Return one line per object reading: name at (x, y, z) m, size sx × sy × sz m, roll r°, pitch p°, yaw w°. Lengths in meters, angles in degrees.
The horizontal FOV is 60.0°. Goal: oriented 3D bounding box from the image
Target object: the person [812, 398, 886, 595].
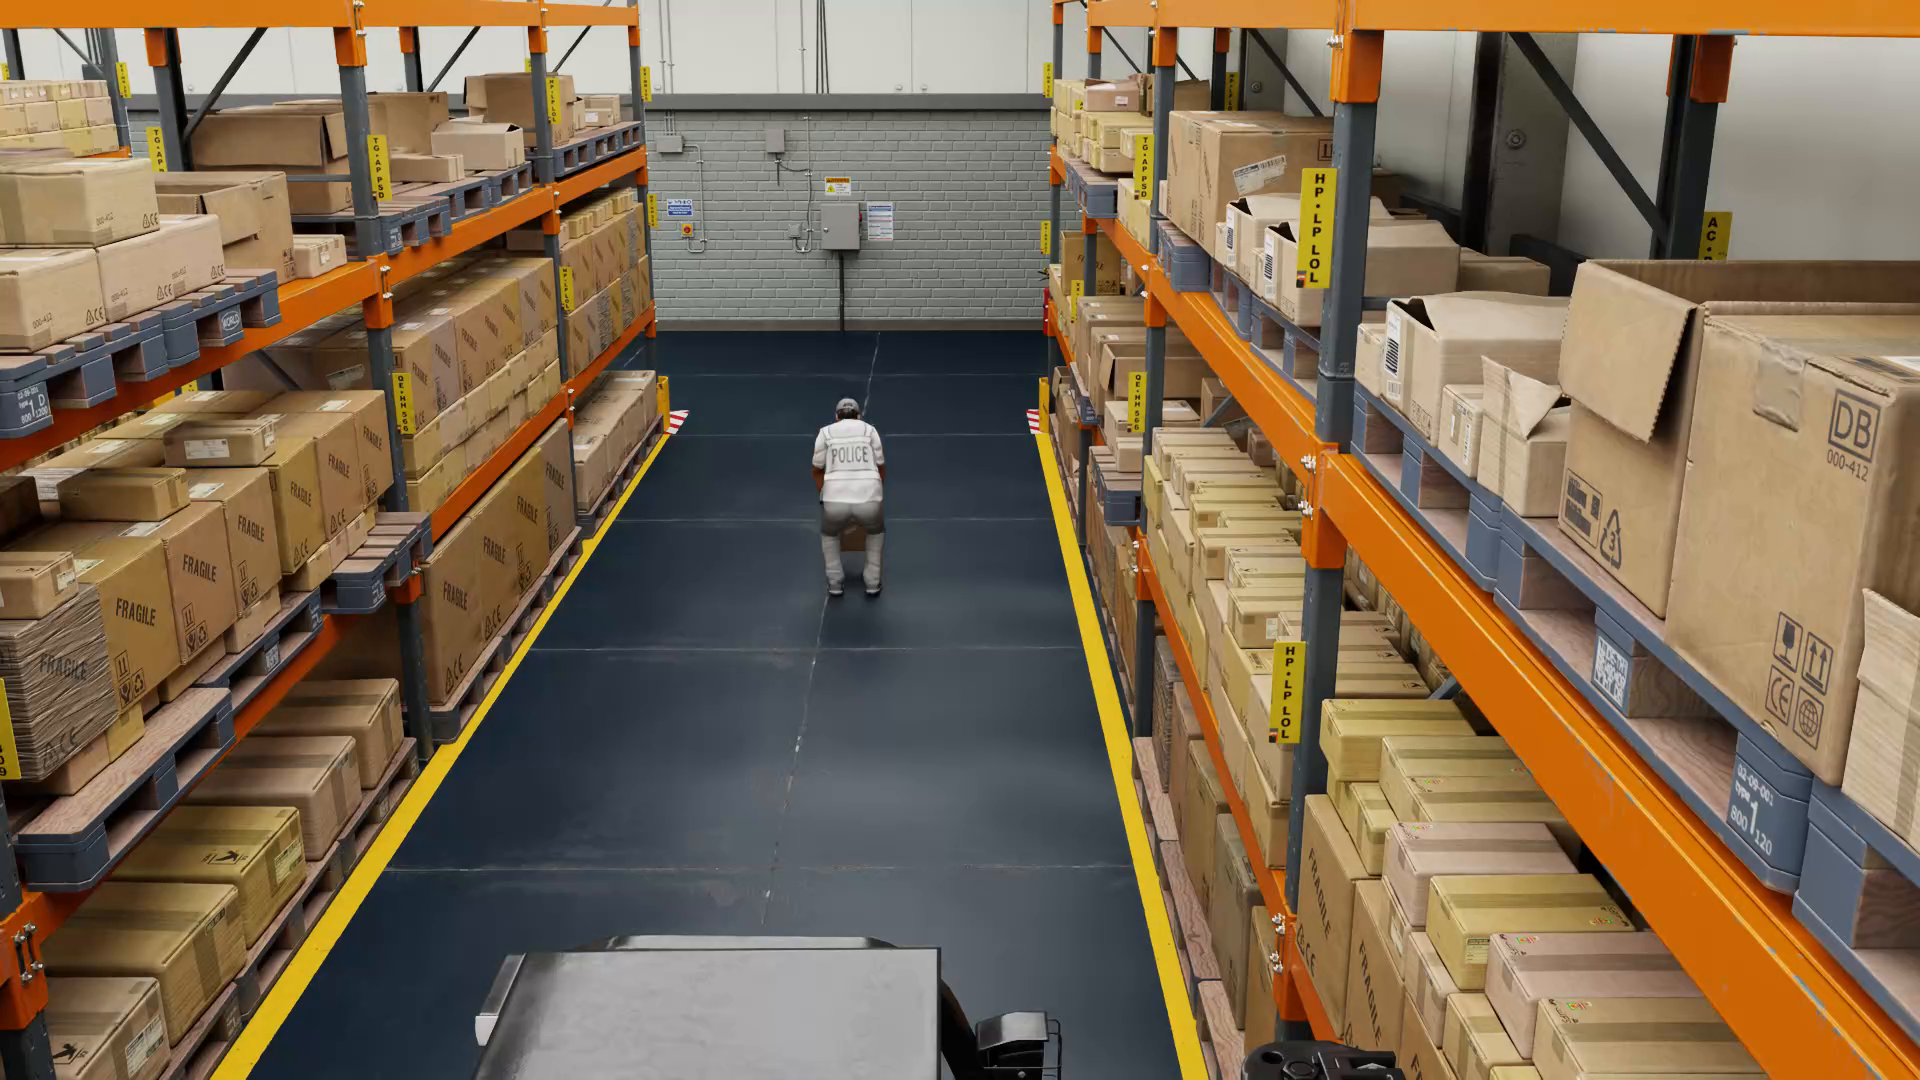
person at (-0.805, -0.297, 11.998) m, size 0.534 × 1.379 × 0.727 m, roll 0°, pitch 17°, yaw -1°
